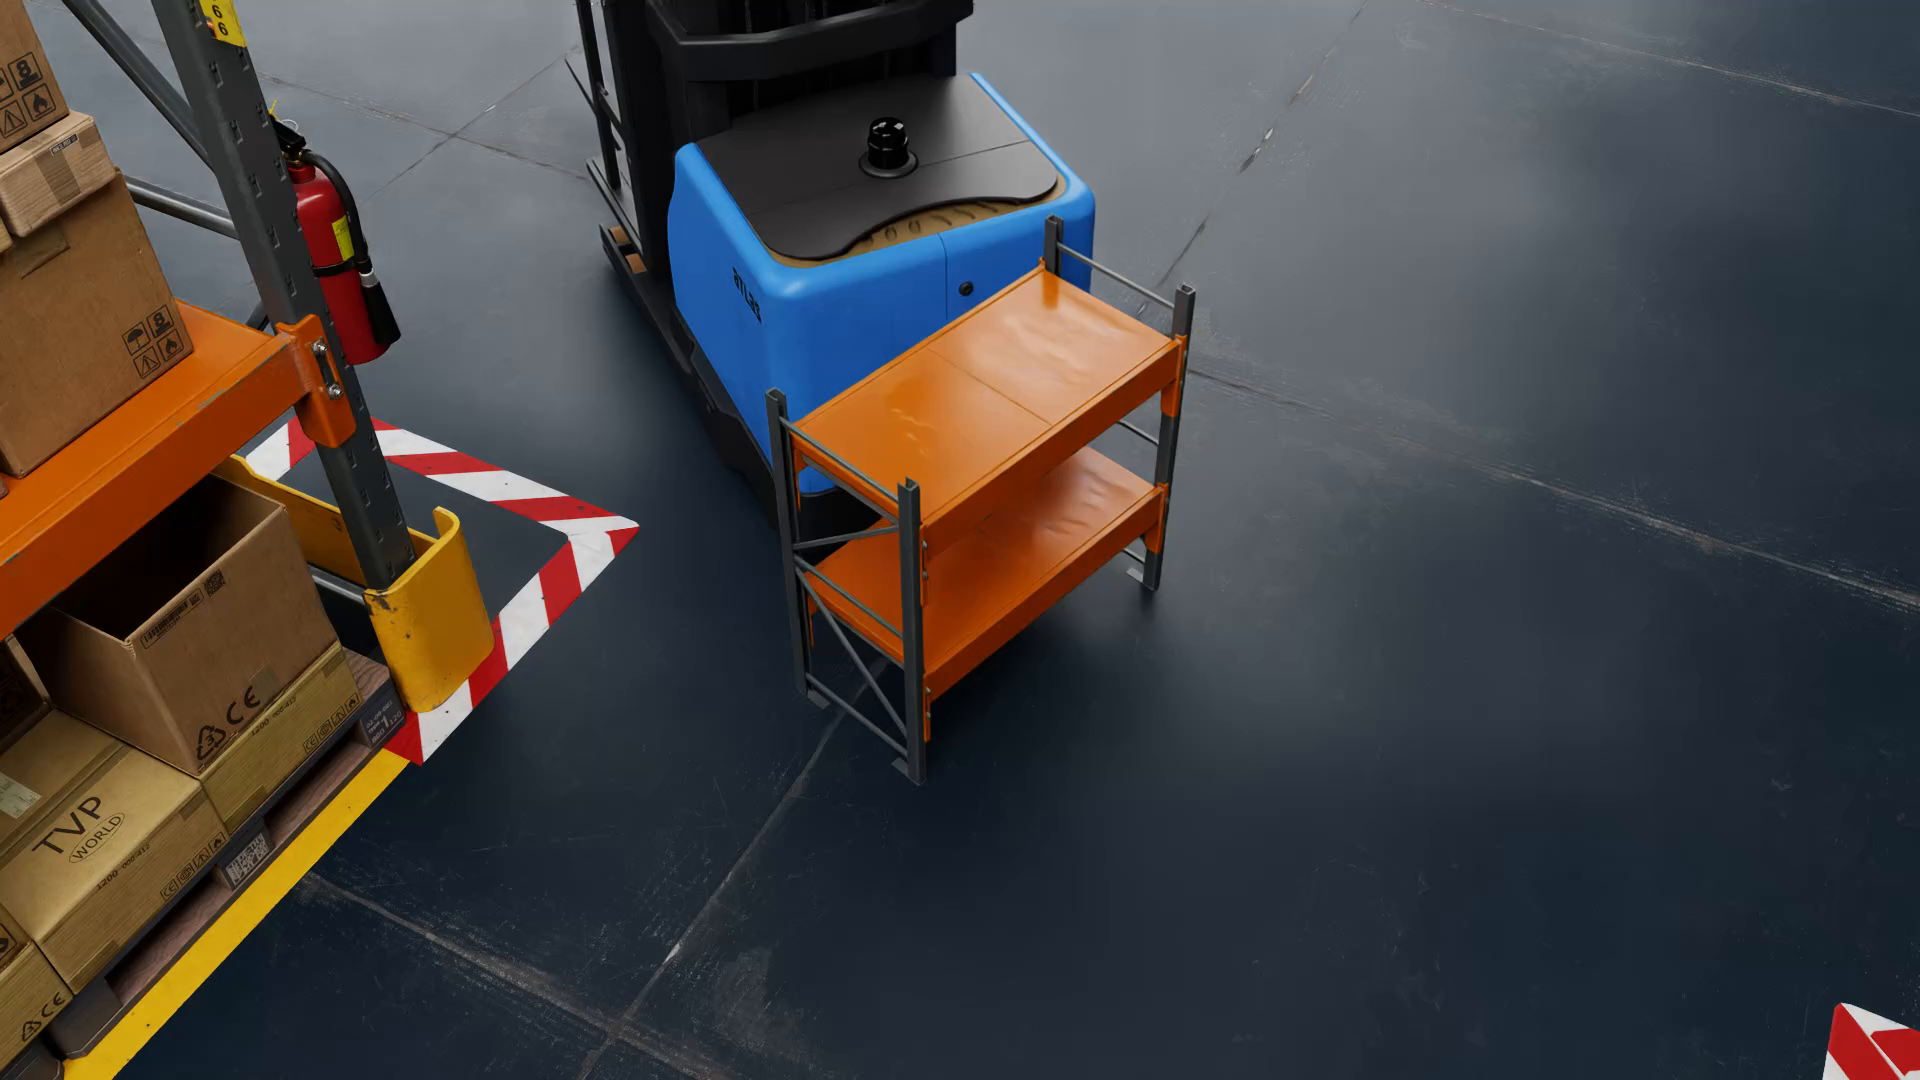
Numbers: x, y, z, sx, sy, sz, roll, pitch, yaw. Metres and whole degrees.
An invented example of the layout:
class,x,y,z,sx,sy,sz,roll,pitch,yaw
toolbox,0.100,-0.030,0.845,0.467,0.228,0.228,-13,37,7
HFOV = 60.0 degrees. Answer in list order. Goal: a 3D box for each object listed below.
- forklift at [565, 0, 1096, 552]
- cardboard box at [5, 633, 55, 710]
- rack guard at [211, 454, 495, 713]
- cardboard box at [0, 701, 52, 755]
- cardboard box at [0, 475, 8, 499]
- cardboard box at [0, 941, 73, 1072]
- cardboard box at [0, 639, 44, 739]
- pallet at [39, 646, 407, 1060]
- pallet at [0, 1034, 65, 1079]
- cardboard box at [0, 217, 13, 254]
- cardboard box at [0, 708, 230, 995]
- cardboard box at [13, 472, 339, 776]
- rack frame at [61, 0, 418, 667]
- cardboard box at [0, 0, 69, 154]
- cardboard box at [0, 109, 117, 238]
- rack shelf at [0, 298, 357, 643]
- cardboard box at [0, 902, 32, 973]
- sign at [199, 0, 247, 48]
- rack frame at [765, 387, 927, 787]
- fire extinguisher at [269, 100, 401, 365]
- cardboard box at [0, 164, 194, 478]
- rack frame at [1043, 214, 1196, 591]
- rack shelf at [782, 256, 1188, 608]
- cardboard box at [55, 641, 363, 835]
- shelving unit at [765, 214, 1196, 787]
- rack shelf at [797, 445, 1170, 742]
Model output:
class,x,y,z,sx,sy,sz,roll,pitch,yaw
forklift,-0.689,-2.047,5.212,1.130,2.935,3.031,-19,48,-18
cardboard box,-2.413,0.255,4.527,0.500,0.250,0.500,20,49,19
rack guard,-1.956,0.035,4.864,1.175,0.500,0.348,20,49,19
cardboard box,-2.642,0.571,4.215,0.500,0.250,0.500,20,49,19
cardboard box,-2.435,-0.241,3.309,0.700,0.500,0.500,22,49,20
cardboard box,-2.406,1.060,3.731,0.500,0.250,0.500,20,49,19
cardboard box,-2.643,0.307,3.949,0.500,0.500,0.500,20,49,19
pallet,-2.285,0.647,4.462,1.003,0.211,1.213,20,49,19
pallet,-2.852,1.413,3.705,1.003,0.211,1.213,20,49,19
cardboard box,-2.096,-0.623,3.230,0.380,0.149,0.250,22,49,20
cardboard box,-2.176,0.745,4.043,0.500,0.250,0.500,20,49,19
cardboard box,-1.952,0.163,4.091,0.500,0.500,0.500,20,49,19
rack frame,-1.967,-0.829,3.960,1.000,3.000,0.127,20,49,19
cardboard box,-2.220,-0.997,3.144,0.700,0.500,0.500,21,49,19
cardboard box,-1.976,-0.788,3.394,0.380,0.149,0.250,20,49,18
rack shelf,-2.895,0.684,2.971,1.077,0.370,4.000,20,49,19
cardboard box,-2.404,0.798,3.463,0.500,0.500,0.500,20,49,19
sign,-1.493,-1.131,3.278,0.100,0.325,0.005,20,49,19
rack frame,-0.282,0.154,4.307,0.500,1.125,0.032,34,55,29
fire extinguisher,-1.501,-0.723,3.910,0.296,0.674,0.183,20,49,19
cardboard box,-2.195,-0.574,3.638,0.700,0.500,0.500,20,49,19
rack frame,0.422,-0.368,4.823,0.500,1.125,0.032,34,55,29
rack shelf,0.070,-0.313,4.357,0.538,0.278,1.000,34,55,29
cardboard box,-1.954,0.426,4.358,0.500,0.250,0.500,20,49,19
shelving unit,0.070,-0.107,4.565,0.538,1.125,1.048,34,55,29
rack shelf,0.070,0.065,4.739,0.538,0.278,1.000,34,55,29
